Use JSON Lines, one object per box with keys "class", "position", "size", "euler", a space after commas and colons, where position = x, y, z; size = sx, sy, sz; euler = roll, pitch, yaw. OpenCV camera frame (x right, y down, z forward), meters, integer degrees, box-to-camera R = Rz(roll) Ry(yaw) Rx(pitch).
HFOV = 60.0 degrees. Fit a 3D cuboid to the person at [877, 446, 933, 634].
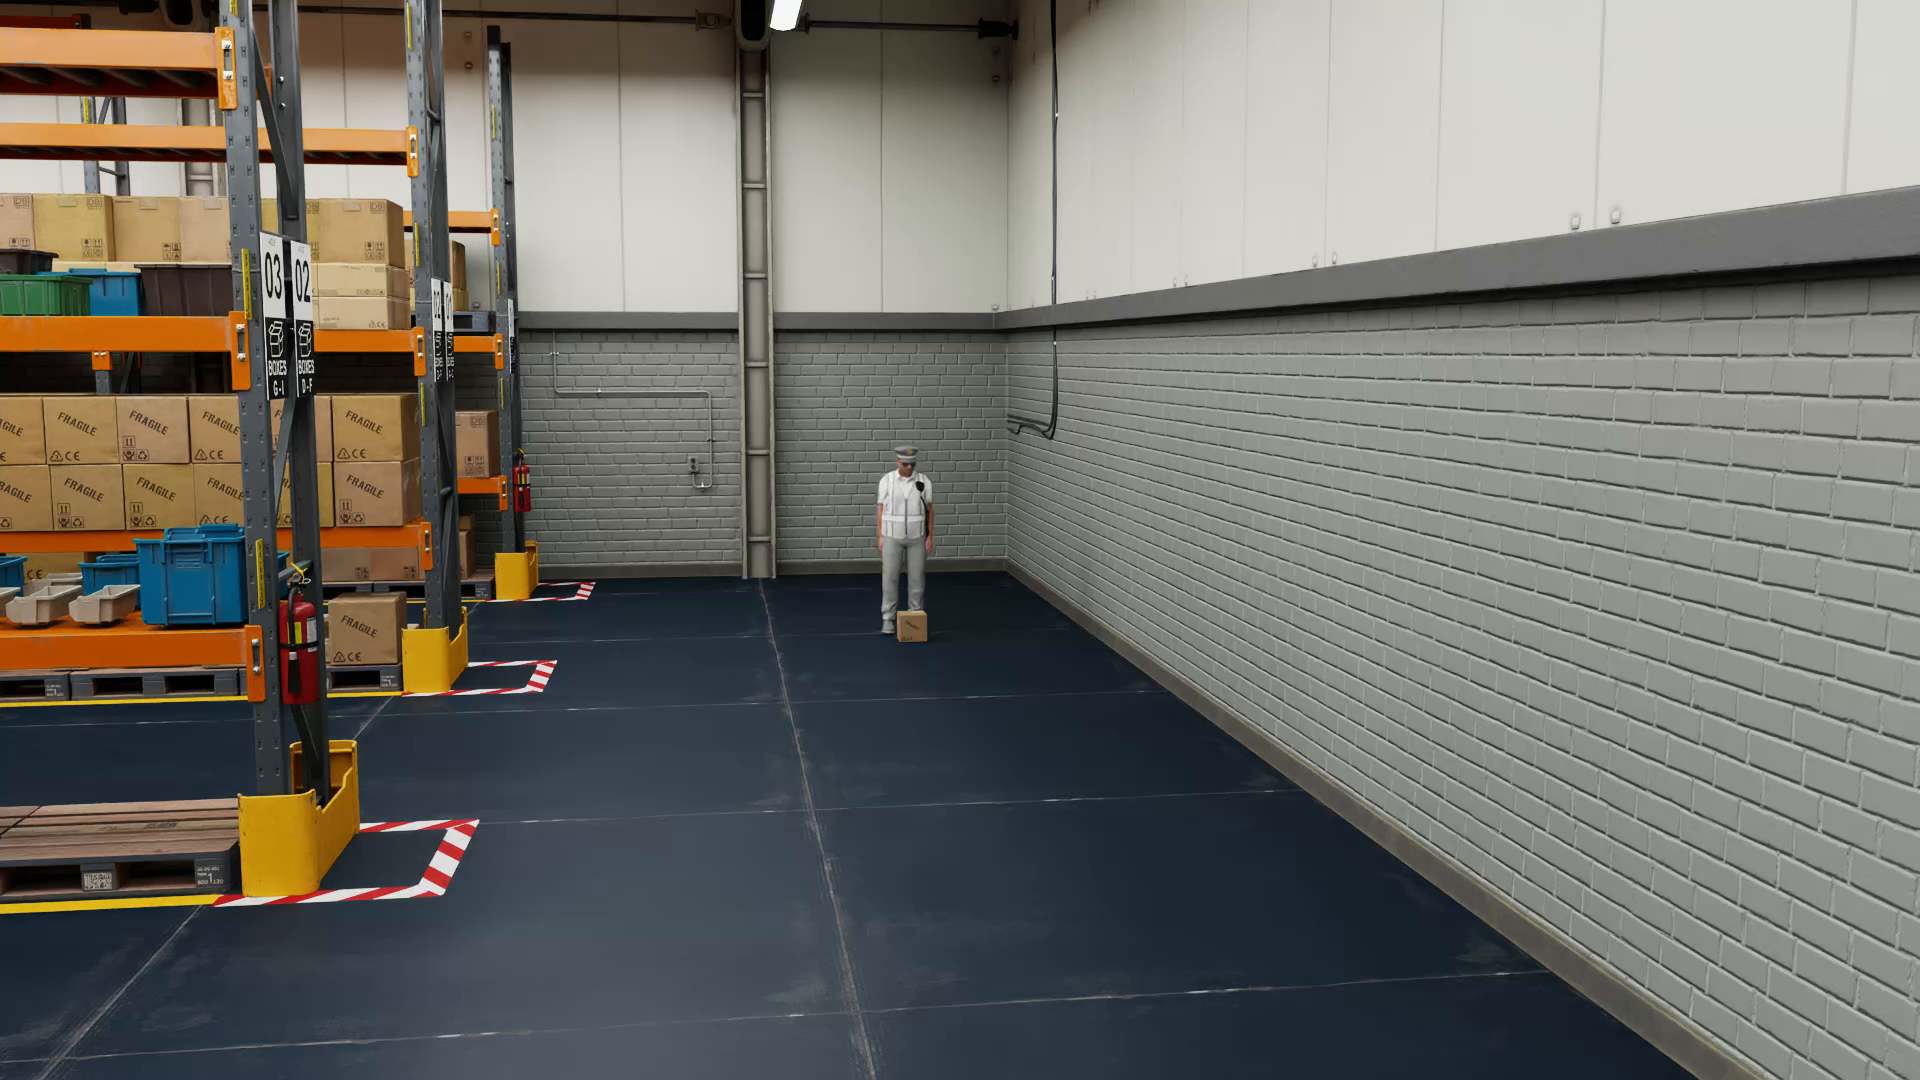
{"class": "person", "position": [-0.507, -0.009, 15.703], "size": [0.535, 1.751, 0.438], "euler": [-1, 7, -8]}
